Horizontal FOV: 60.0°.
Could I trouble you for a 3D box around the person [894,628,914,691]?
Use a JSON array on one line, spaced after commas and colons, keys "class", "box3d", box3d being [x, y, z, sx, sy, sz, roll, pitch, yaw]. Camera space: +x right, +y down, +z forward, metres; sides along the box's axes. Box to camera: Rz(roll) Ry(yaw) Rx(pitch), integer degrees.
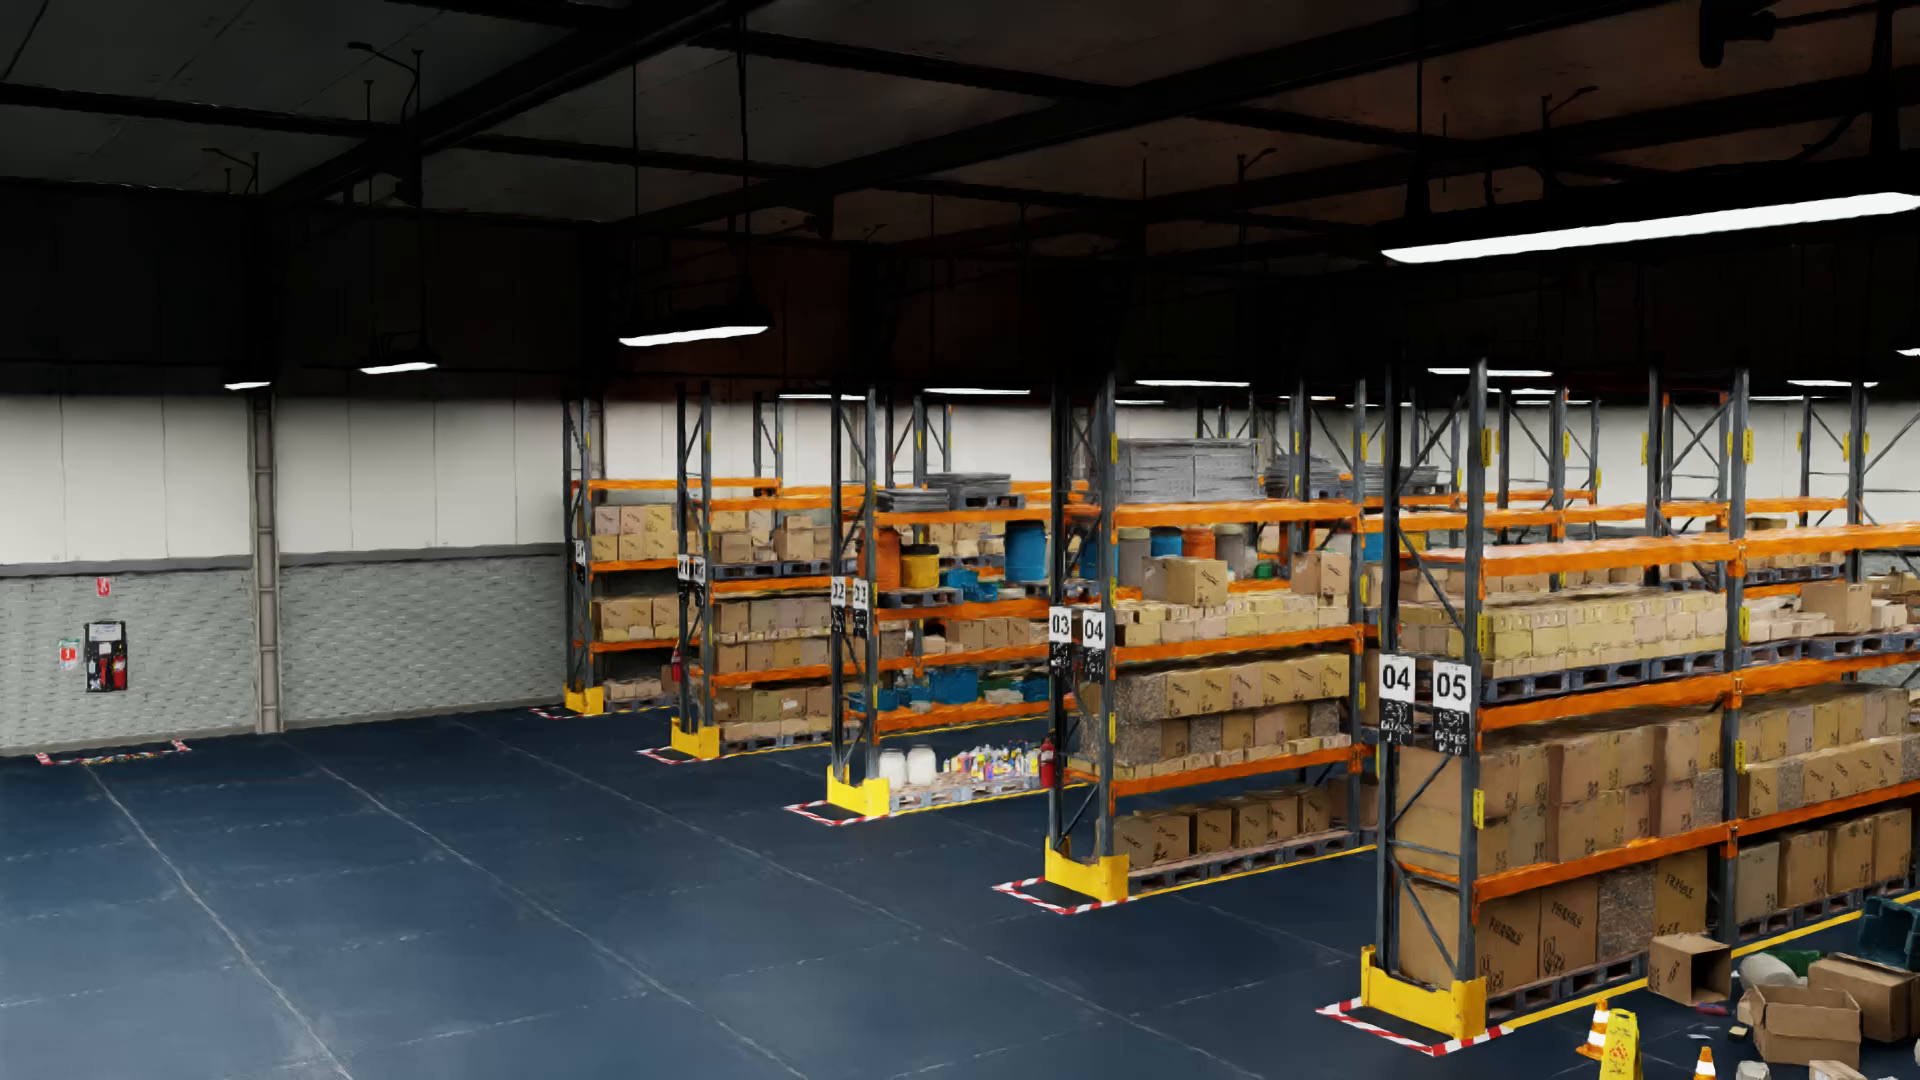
[{"class": "person", "box3d": [-1.053, 2.272, 31.181, 1.172, 1.651, 0.598, -2, 4, -32]}]
